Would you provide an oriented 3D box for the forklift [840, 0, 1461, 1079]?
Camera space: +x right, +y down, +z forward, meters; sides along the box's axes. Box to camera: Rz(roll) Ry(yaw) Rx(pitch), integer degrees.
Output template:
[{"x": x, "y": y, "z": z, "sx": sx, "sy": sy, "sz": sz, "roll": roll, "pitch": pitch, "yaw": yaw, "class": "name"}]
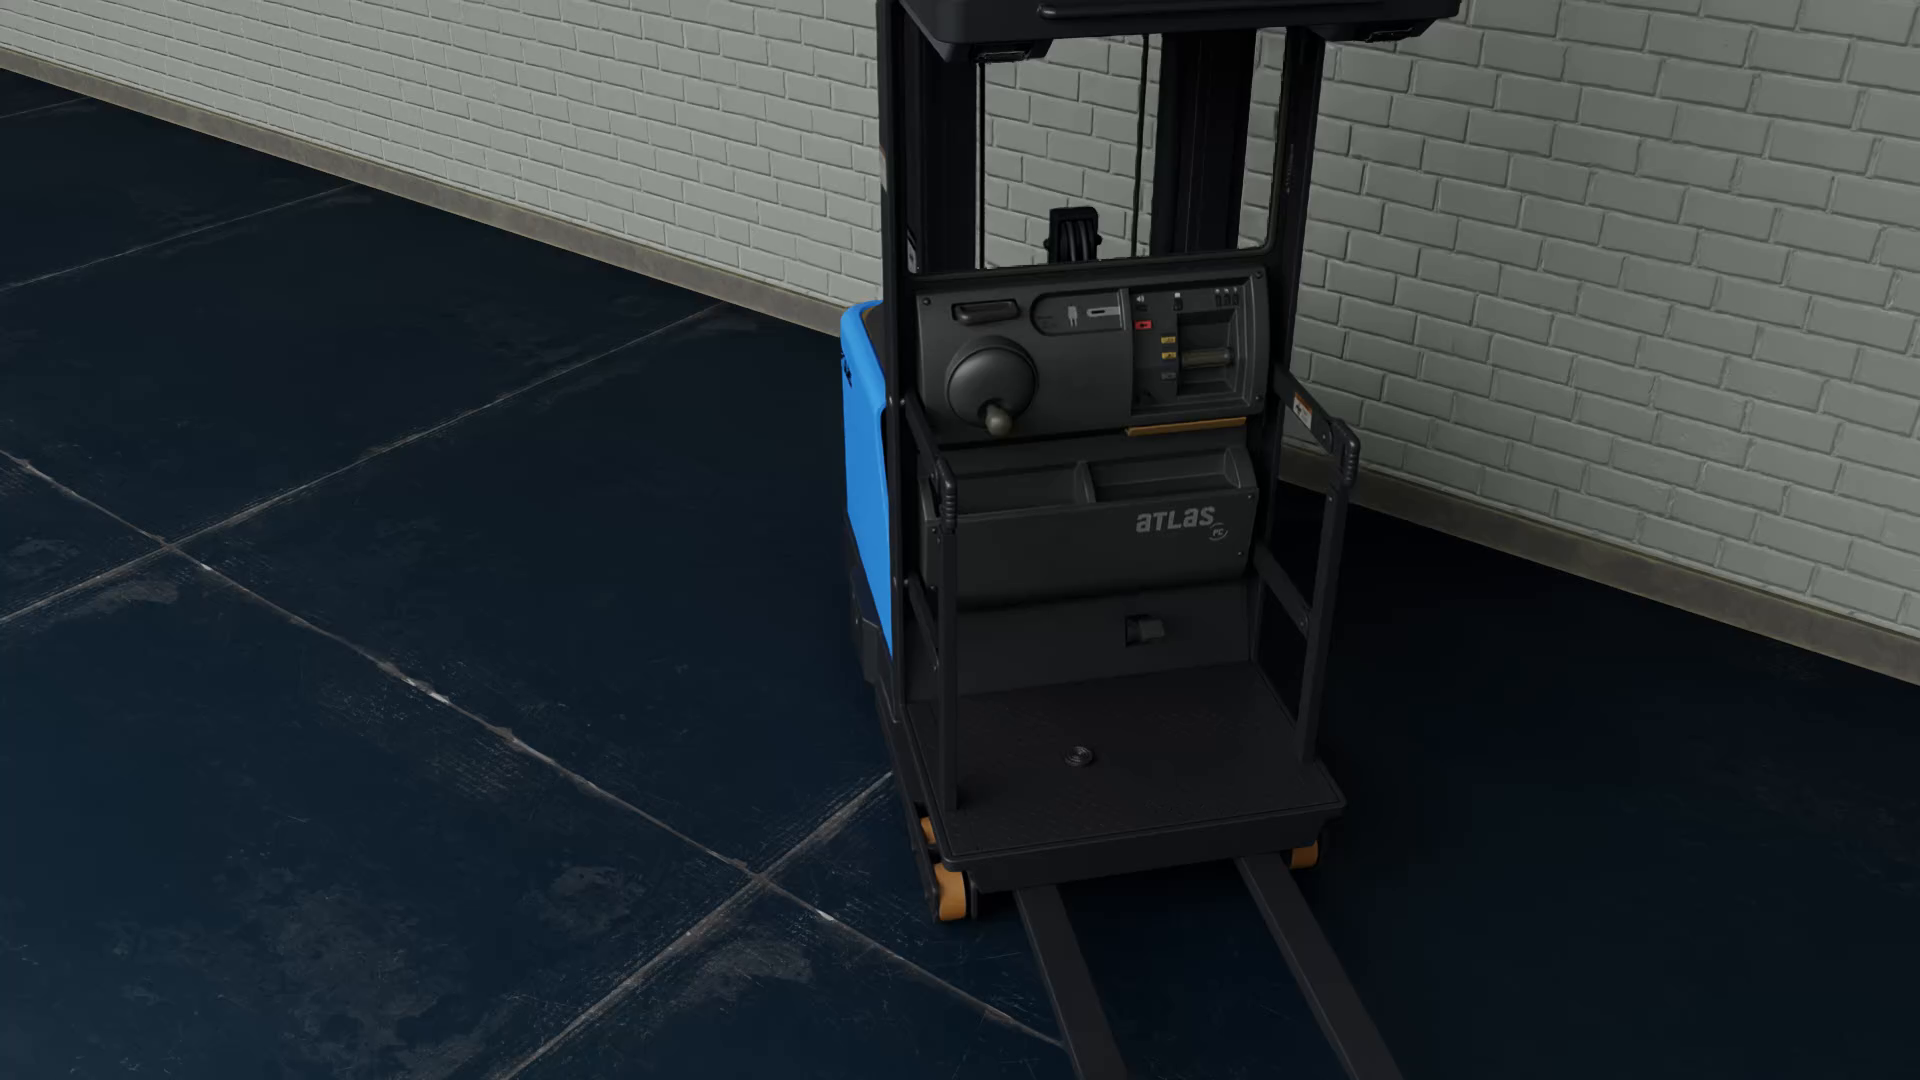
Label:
[{"x": 0.397, "y": -0.437, "z": 4.112, "sx": 1.130, "sy": 2.935, "sz": 3.031, "roll": -6, "pitch": 31, "yaw": -10, "class": "forklift"}]
